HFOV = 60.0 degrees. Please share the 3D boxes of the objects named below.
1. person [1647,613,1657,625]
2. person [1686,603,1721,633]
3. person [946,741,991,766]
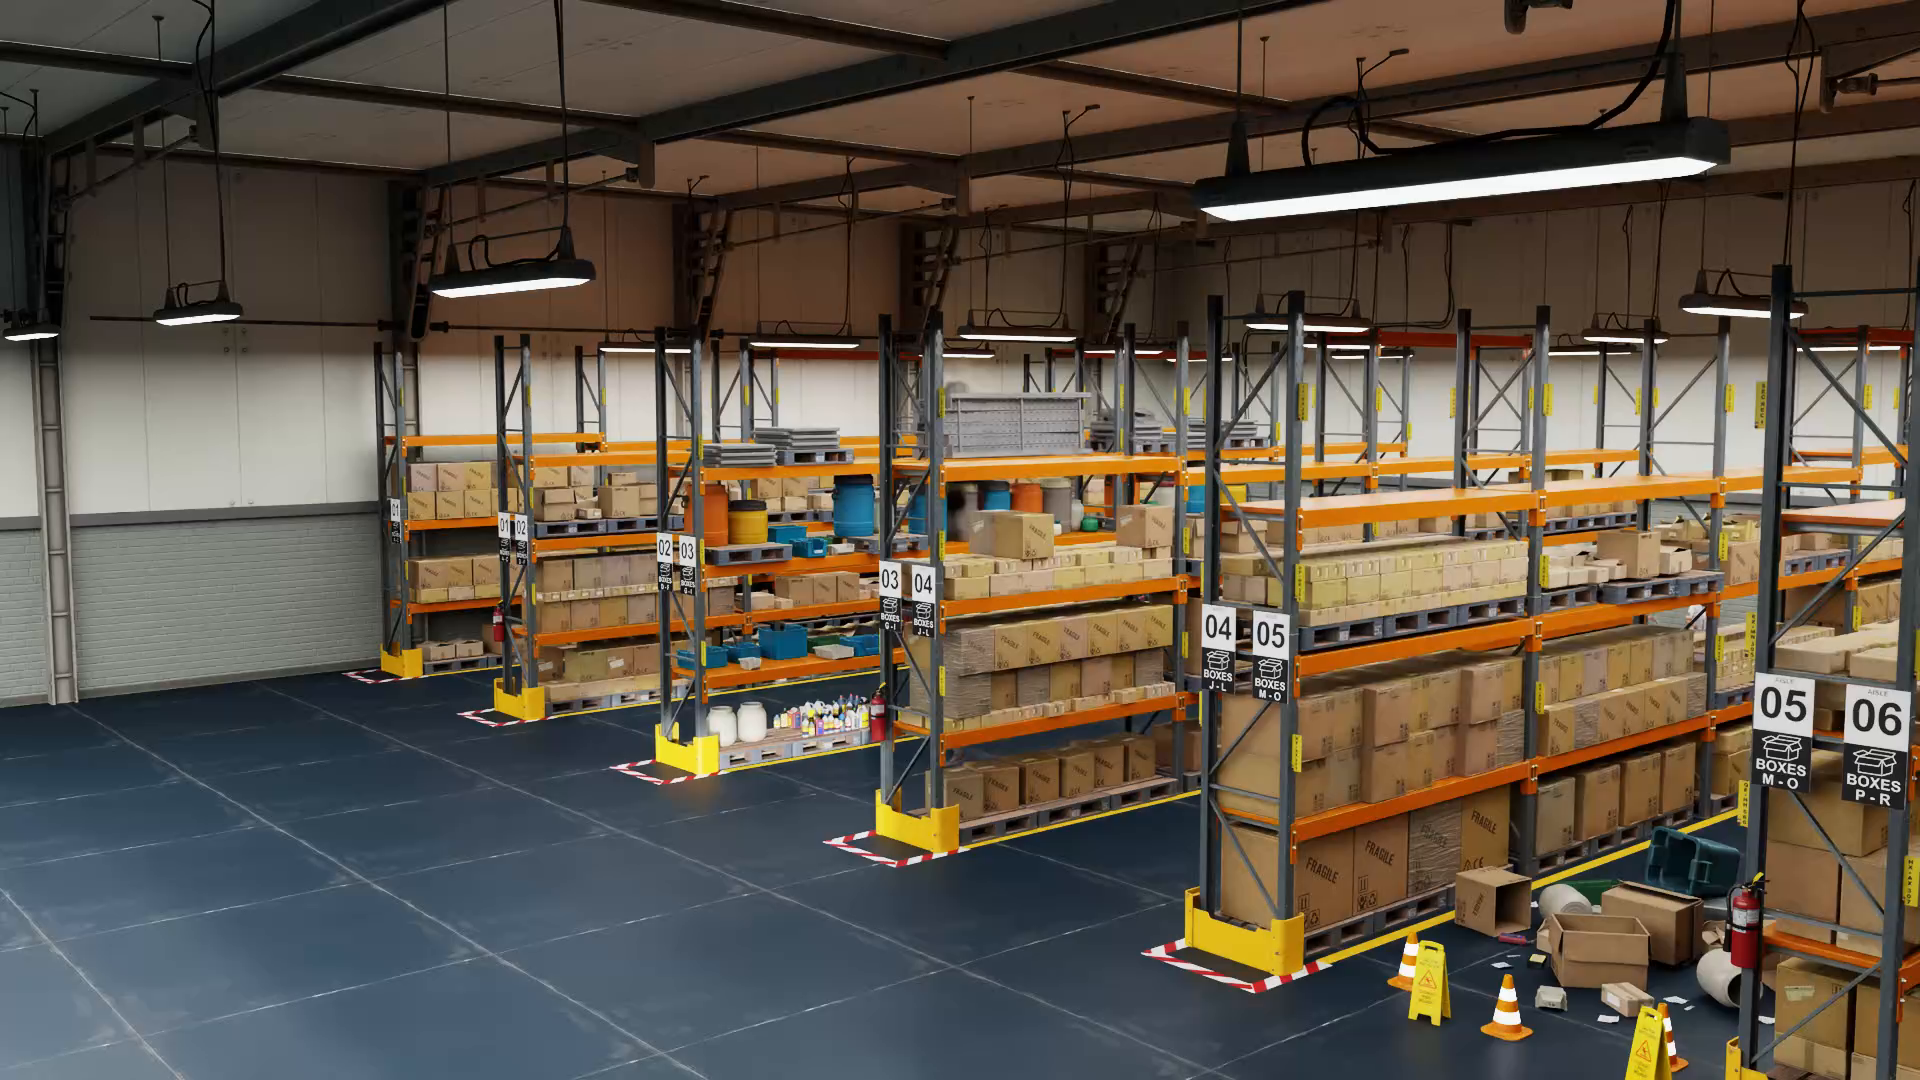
[{"bbox_3d":[12.621,1.582,30.825,0.549,1.568,0.739,-2,6,-21],"label":"person"},{"bbox_3d":[12.993,1.700,29.093,0.557,1.694,0.899,3,6,26],"label":"person"},{"bbox_3d":[0.106,2.129,21.838,0.752,1.609,0.588,-4,7,-37],"label":"person"}]
